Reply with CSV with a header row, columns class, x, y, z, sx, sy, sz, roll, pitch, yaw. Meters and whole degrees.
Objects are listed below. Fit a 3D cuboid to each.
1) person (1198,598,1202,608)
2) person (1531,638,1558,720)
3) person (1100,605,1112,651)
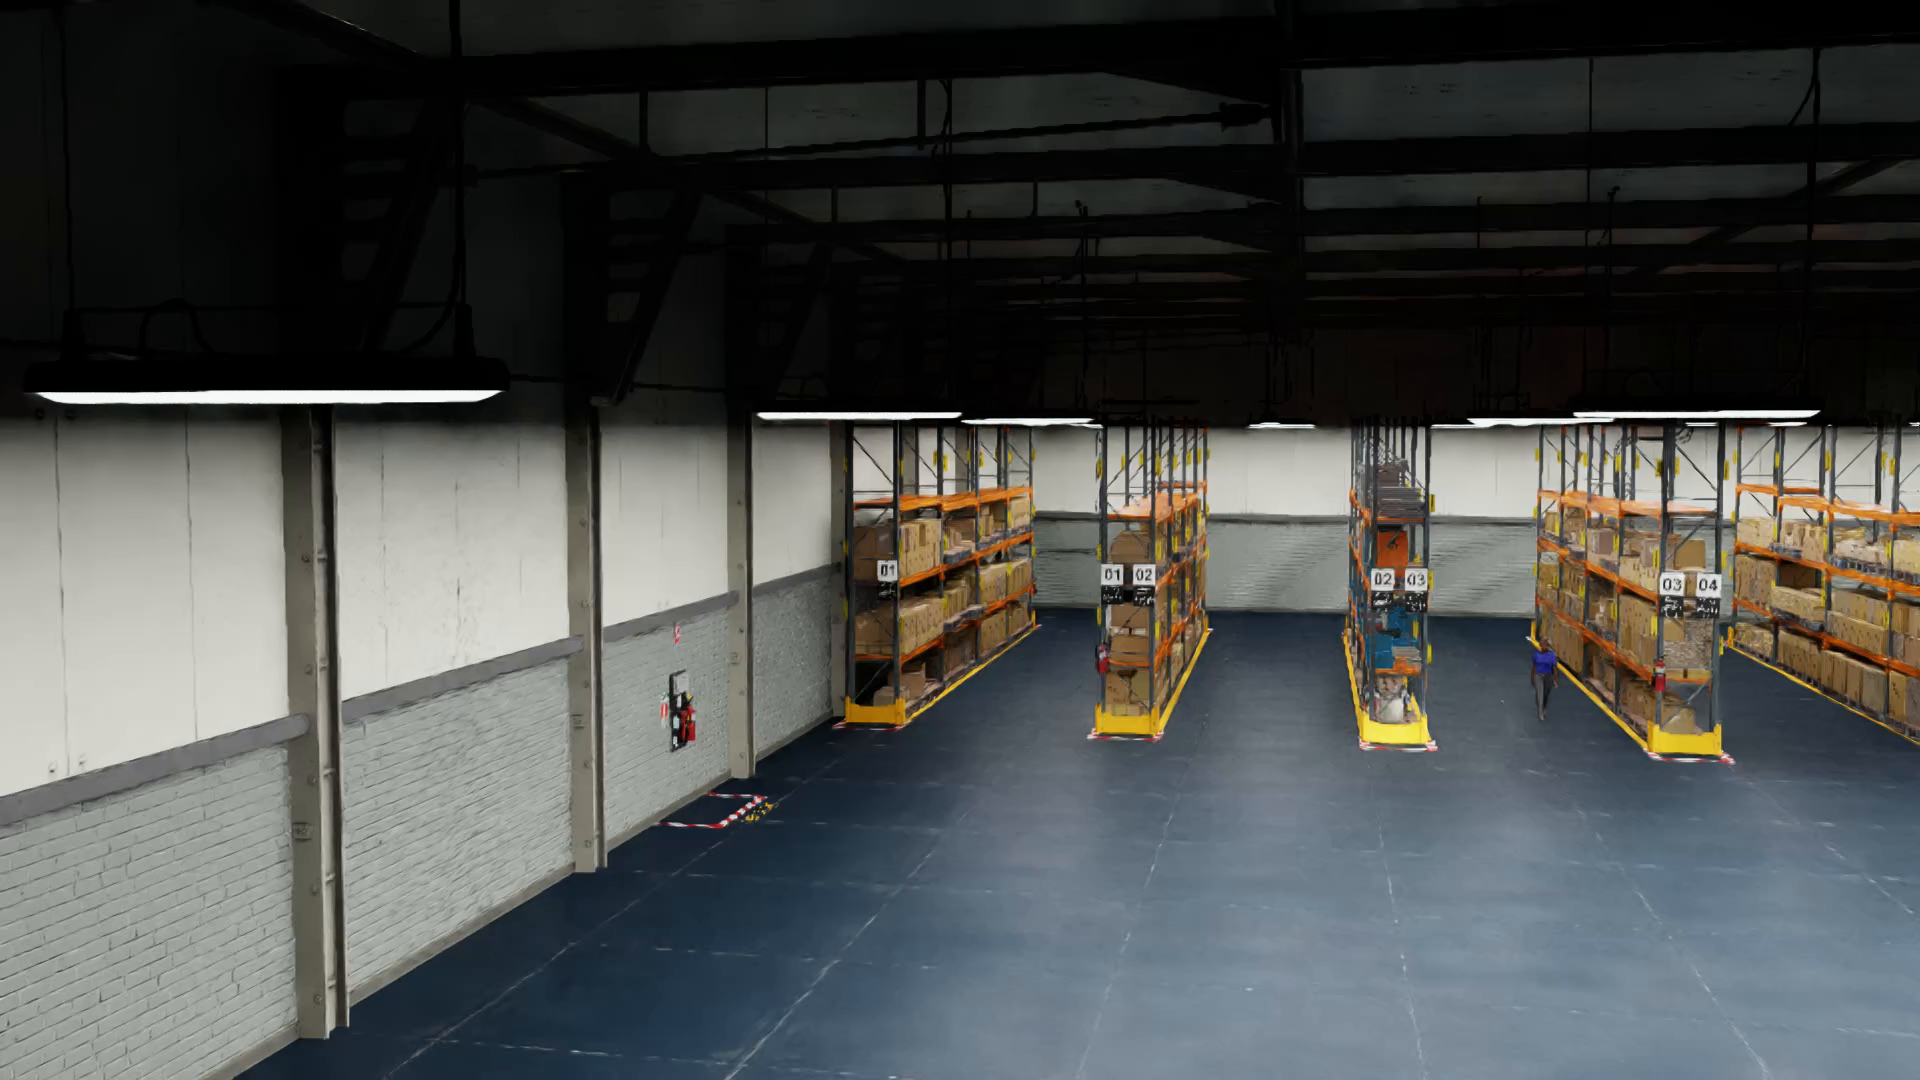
class,x,y,z,sx,sy,sz,roll,pitch,yaw
person,6.976,1.626,49.388,0.530,1.625,0.935,-1,4,-11
person,11.545,2.730,32.848,0.461,1.596,0.999,1,4,10
person,3.880,2.059,42.107,0.729,1.733,0.546,1,4,10
